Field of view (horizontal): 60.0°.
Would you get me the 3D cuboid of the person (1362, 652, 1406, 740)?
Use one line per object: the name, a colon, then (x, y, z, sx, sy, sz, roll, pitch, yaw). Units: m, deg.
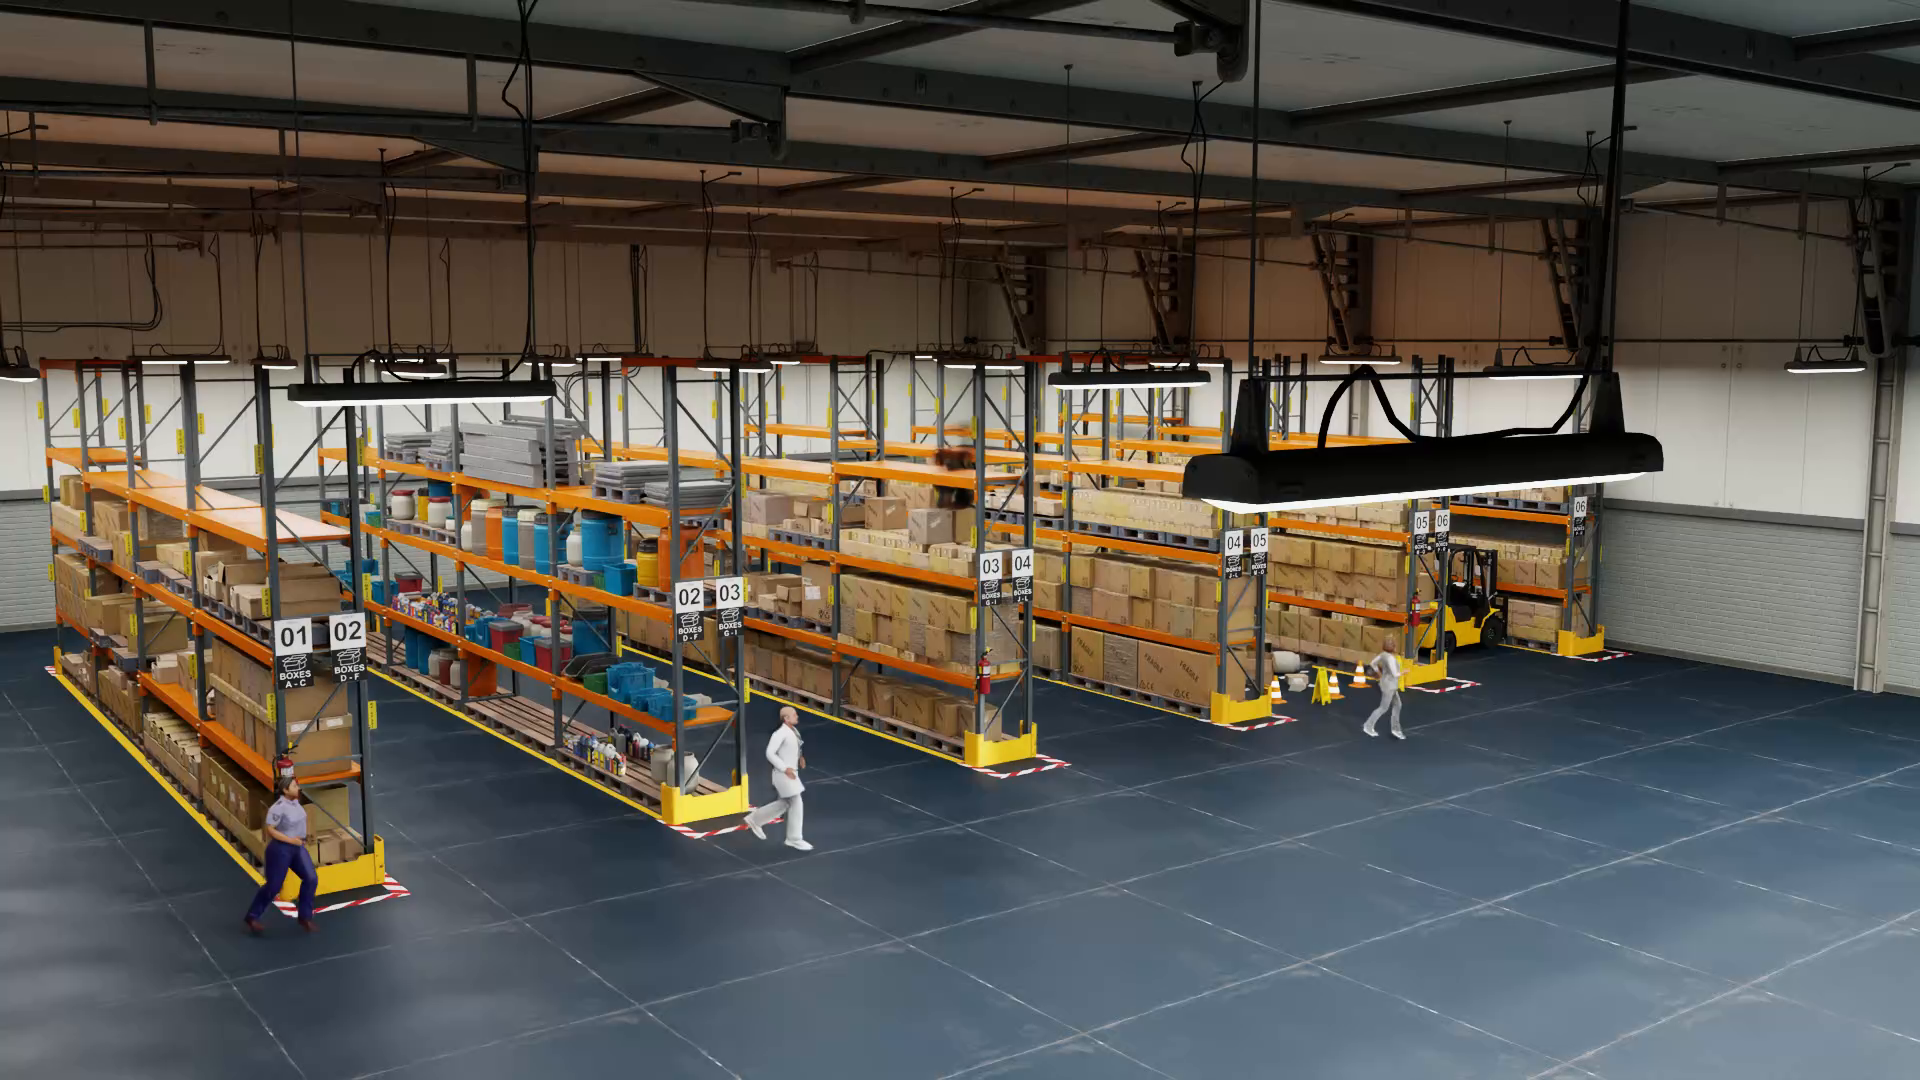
person: (6.747, 2.481, 26.340, 0.707, 1.420, 0.516, 1, 7, 6)

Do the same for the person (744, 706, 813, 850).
person: (-2.266, 2.961, 20.833, 0.887, 1.797, 0.721, 0, 7, 4)

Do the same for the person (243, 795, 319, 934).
person: (-7.261, 3.488, 17.937, 0.775, 1.482, 0.675, 1, 7, 11)
